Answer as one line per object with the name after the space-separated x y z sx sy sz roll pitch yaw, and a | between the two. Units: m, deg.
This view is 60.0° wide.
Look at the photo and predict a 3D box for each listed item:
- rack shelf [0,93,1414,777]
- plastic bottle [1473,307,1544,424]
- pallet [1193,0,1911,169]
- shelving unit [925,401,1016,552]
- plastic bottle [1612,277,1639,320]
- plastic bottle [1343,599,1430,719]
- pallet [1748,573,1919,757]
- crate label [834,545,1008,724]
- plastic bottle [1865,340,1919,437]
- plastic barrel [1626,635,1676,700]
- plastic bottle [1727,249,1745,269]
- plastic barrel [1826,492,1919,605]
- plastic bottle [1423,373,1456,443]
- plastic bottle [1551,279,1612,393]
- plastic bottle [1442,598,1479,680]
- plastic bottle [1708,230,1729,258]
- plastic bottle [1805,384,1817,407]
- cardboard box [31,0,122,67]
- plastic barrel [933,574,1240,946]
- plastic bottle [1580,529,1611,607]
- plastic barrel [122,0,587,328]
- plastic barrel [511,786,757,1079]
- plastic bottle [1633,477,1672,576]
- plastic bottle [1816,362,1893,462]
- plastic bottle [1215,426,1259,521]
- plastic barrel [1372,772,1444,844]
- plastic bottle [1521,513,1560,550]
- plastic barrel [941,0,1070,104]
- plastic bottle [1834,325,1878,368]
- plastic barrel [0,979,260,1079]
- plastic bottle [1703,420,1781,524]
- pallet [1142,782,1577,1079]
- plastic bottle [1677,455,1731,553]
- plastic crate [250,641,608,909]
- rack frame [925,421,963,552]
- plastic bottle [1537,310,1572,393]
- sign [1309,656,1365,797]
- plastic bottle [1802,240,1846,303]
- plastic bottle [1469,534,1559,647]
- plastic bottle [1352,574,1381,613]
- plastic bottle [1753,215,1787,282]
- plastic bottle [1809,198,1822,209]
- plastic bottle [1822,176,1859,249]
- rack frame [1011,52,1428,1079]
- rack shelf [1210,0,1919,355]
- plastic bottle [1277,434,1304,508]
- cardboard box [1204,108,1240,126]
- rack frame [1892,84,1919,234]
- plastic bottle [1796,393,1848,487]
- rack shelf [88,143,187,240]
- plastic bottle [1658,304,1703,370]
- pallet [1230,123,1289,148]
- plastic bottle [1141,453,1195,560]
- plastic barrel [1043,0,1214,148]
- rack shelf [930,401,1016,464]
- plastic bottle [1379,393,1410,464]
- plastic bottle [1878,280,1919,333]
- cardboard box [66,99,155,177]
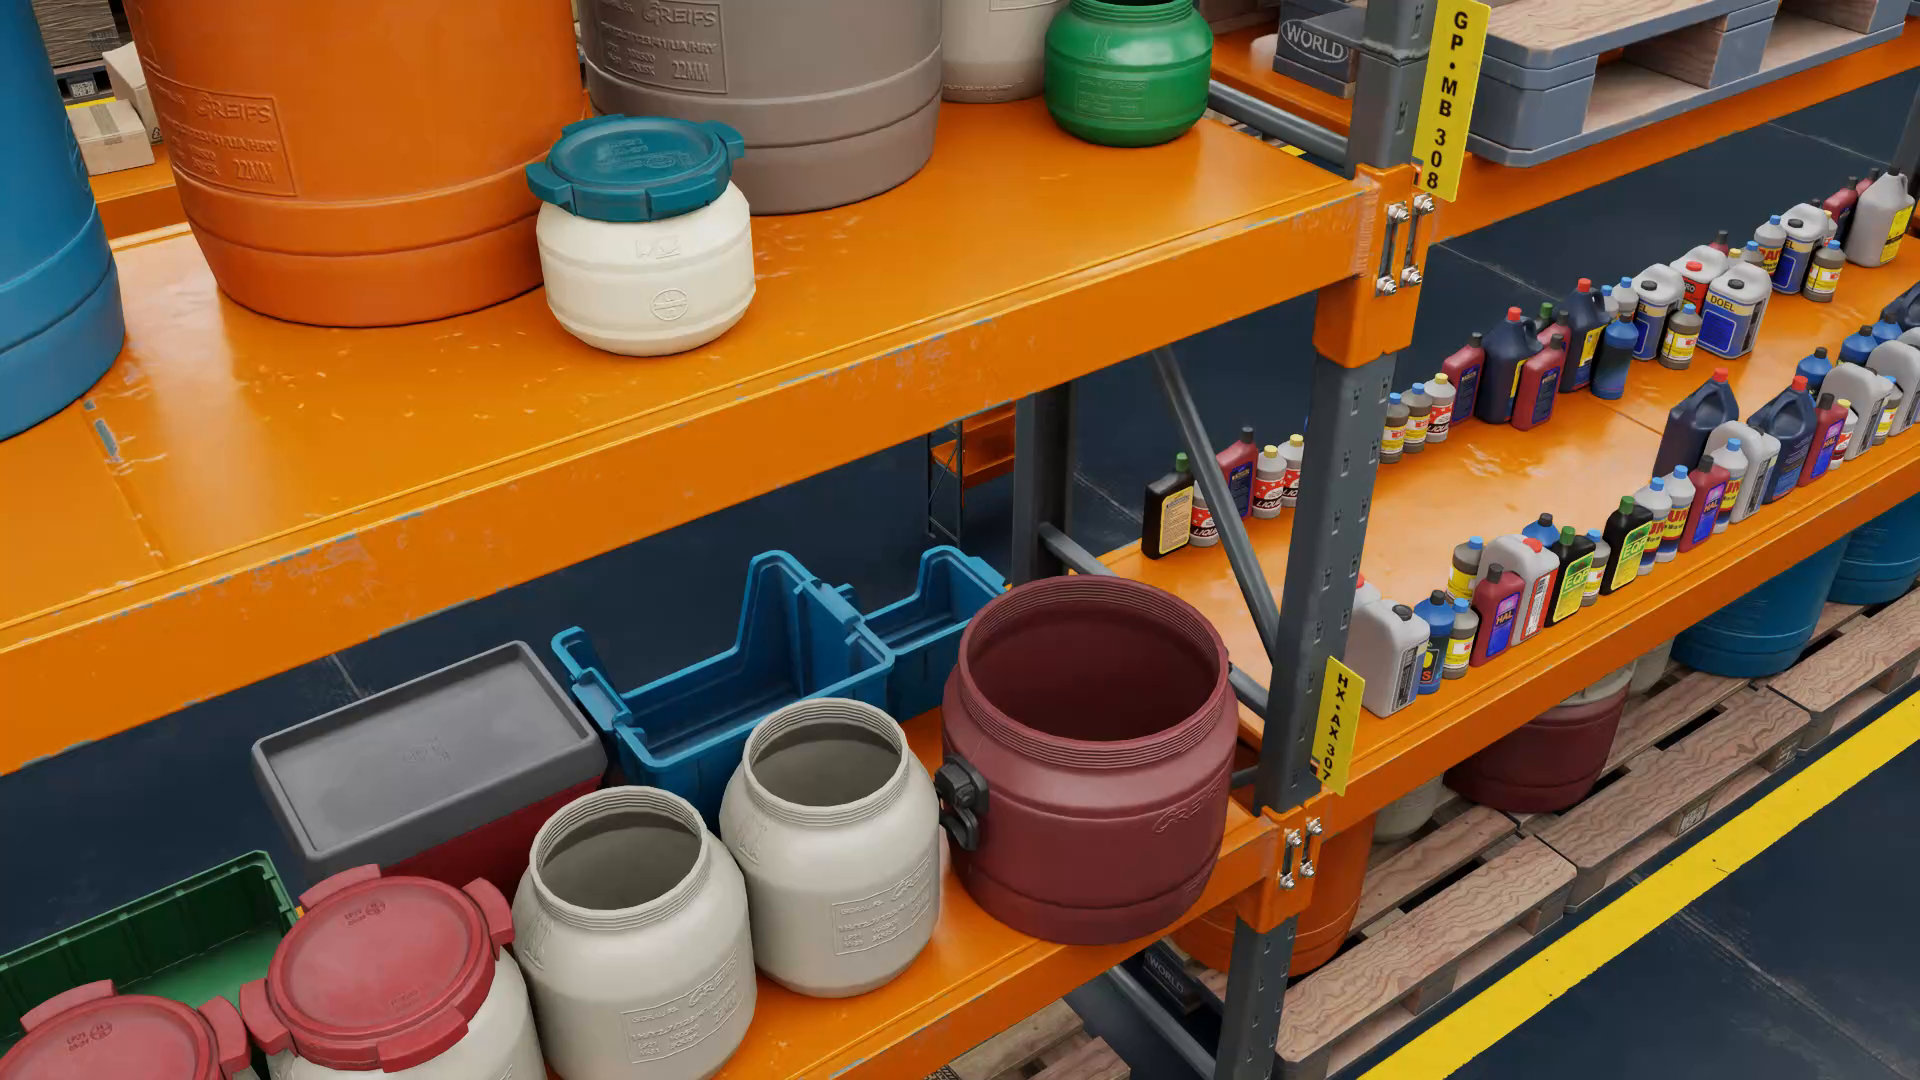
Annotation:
-1.167 -0.053 2.302 4.000 0.370 1.077 -22 41 -28 | rack shelf
1.641 -0.538 4.971 0.185 0.351 0.144 -22 41 -28 | plastic bottle
1.149 -1.152 3.375 1.213 0.211 1.003 -22 41 -28 | pallet
0.135 -0.543 6.477 0.503 1.200 0.258 -22 41 -28 | shelving unit
2.083 -0.704 5.270 0.097 0.271 0.097 0 36 0 | plastic bottle
1.008 0.259 3.927 0.135 0.276 0.152 -22 41 -28 | plastic bottle
3.083 0.226 6.255 1.213 0.211 1.003 -22 41 -28 | pallet
-0.093 0.231 4.003 0.416 0.233 0.303 -22 41 -28 | crate label
2.781 -0.470 4.941 0.135 0.276 0.152 -22 41 -28 | plastic bottle
2.191 0.254 5.598 0.421 0.512 0.421 0 36 0 | plastic barrel
2.571 -0.876 5.570 0.097 0.201 0.097 0 36 0 | plastic bottle
3.283 -0.289 6.020 0.708 0.901 0.600 -22 41 -28 | plastic barrel
1.403 -0.396 4.902 0.097 0.201 0.097 0 36 0 | plastic bottle
1.901 -0.645 5.120 0.185 0.351 0.144 -22 41 -28 | plastic bottle
1.198 0.231 4.030 0.097 0.201 0.097 0 36 0 | plastic bottle
2.466 -0.880 5.504 0.133 0.283 0.061 -22 41 -28 | plastic bottle
2.368 -0.323 4.740 0.097 0.271 0.097 0 36 0 | plastic bottle
-5.798 -3.425 10.707 0.500 0.500 0.700 -22 41 -27 | cardboard box
0.263 0.446 3.445 0.708 0.536 0.600 -22 41 -28 | plastic barrel
1.605 0.063 4.264 0.097 0.201 0.097 0 36 0 | plastic bottle
-0.863 -0.799 2.356 0.708 0.830 0.600 -22 41 -28 | plastic barrel
-0.594 0.744 3.050 0.421 0.512 0.421 0 36 0 | plastic barrel
1.794 -0.043 4.351 0.097 0.271 0.097 0 36 0 | plastic bottle
2.591 -0.392 4.833 0.135 0.276 0.152 -22 41 -28 | plastic bottle
0.741 -0.170 4.517 0.133 0.283 0.061 -22 41 -28 | plastic bottle
1.268 0.634 5.070 0.421 0.512 0.421 0 36 0 | plastic barrel
1.461 0.050 4.221 0.097 0.271 0.097 0 36 0 | plastic bottle
0.037 -1.105 3.052 0.421 0.512 0.421 0 36 0 | plastic barrel
2.693 -0.522 5.017 0.097 0.271 0.097 0 36 0 | plastic bottle
-1.294 1.026 2.637 0.433 0.535 0.433 0 36 0 | plastic barrel
2.141 -0.207 4.576 0.135 0.276 0.152 -22 41 -28 | plastic bottle
1.088 1.047 5.113 1.213 0.211 1.003 -22 41 -28 | pallet
1.978 -0.111 4.435 0.133 0.283 0.061 -22 41 -28 | plastic bottle
-1.029 0.572 3.331 0.583 0.464 0.402 -22 41 -28 | plastic crate
-0.064 -0.461 6.363 0.015 1.200 0.240 -22 41 -28 | rack frame
1.782 -0.555 5.052 0.133 0.283 0.061 -22 41 -28 | plastic bottle
0.790 0.394 3.493 0.005 0.325 0.100 -22 41 -28 | sign
2.927 -0.915 5.623 0.097 0.201 0.097 0 36 0 | plastic bottle
1.386 0.104 4.143 0.135 0.276 0.152 -22 41 -28 | plastic bottle
0.920 0.187 4.028 0.135 0.276 0.152 -22 41 -28 | plastic bottle
2.730 -0.970 5.640 0.097 0.271 0.097 0 36 0 | plastic bottle
2.919 -1.048 5.749 0.097 0.271 0.097 0 36 0 | plastic bottle
3.083 -1.133 5.857 0.133 0.283 0.061 -22 41 -28 | plastic bottle
0.468 0.200 3.903 0.127 3.000 1.000 -22 41 -28 | rack frame
2.103 -1.398 4.172 4.000 0.370 1.077 -22 41 -28 | rack shelf
0.926 -0.199 4.628 0.097 0.201 0.097 0 36 0 | plastic bottle
1.355 -2.636 9.772 0.500 0.311 0.500 -22 41 -28 | cardboard box
3.737 -1.145 5.774 0.127 3.000 1.000 -22 41 -28 | rack frame
2.428 -0.296 4.692 0.133 0.283 0.061 -22 41 -28 | plastic bottle
-4.017 -1.200 6.466 4.000 0.370 1.077 -22 41 -28 | rack shelf
2.280 -0.648 5.252 0.097 0.201 0.097 0 36 0 | plastic bottle
1.449 -2.609 10.197 1.213 0.211 1.003 -22 41 -28 | pallet
0.553 -0.092 4.409 0.133 0.283 0.061 -22 41 -28 | plastic bottle
0.295 -0.847 2.923 0.294 0.245 0.294 0 36 0 | plastic barrel
0.135 -0.488 6.516 0.480 0.148 0.258 -22 41 -28 | rack shelf
1.244 -0.330 4.811 0.097 0.201 0.097 0 36 0 | plastic bottle
2.940 -0.667 5.150 0.185 0.351 0.144 -22 41 -28 | plastic bottle
-3.393 -1.607 6.631 0.250 0.149 0.380 -19 40 -25 | cardboard box
